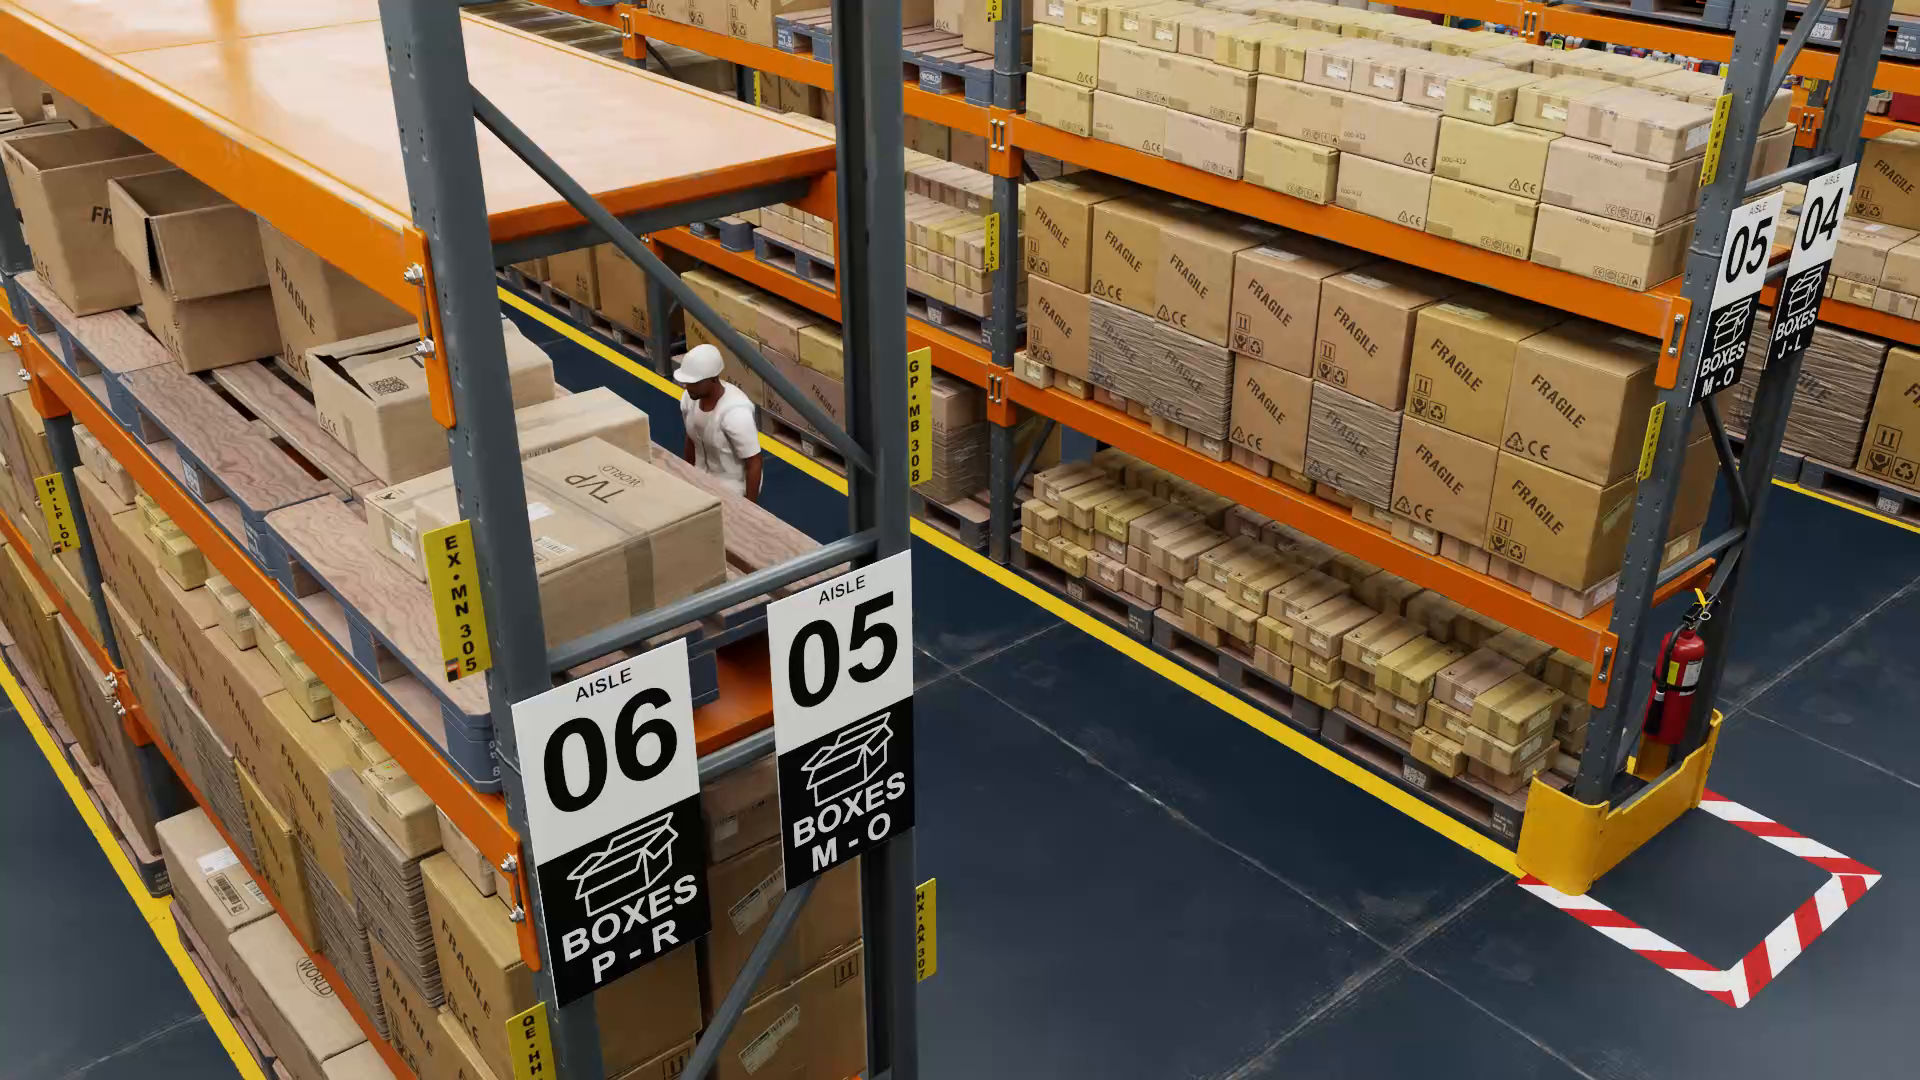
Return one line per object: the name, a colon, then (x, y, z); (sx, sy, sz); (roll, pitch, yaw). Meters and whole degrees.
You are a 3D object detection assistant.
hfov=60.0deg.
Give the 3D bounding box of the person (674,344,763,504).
person: (-1.353, -0.287, 9.317); (0.461, 1.759, 0.630); (-24, 36, -38)
